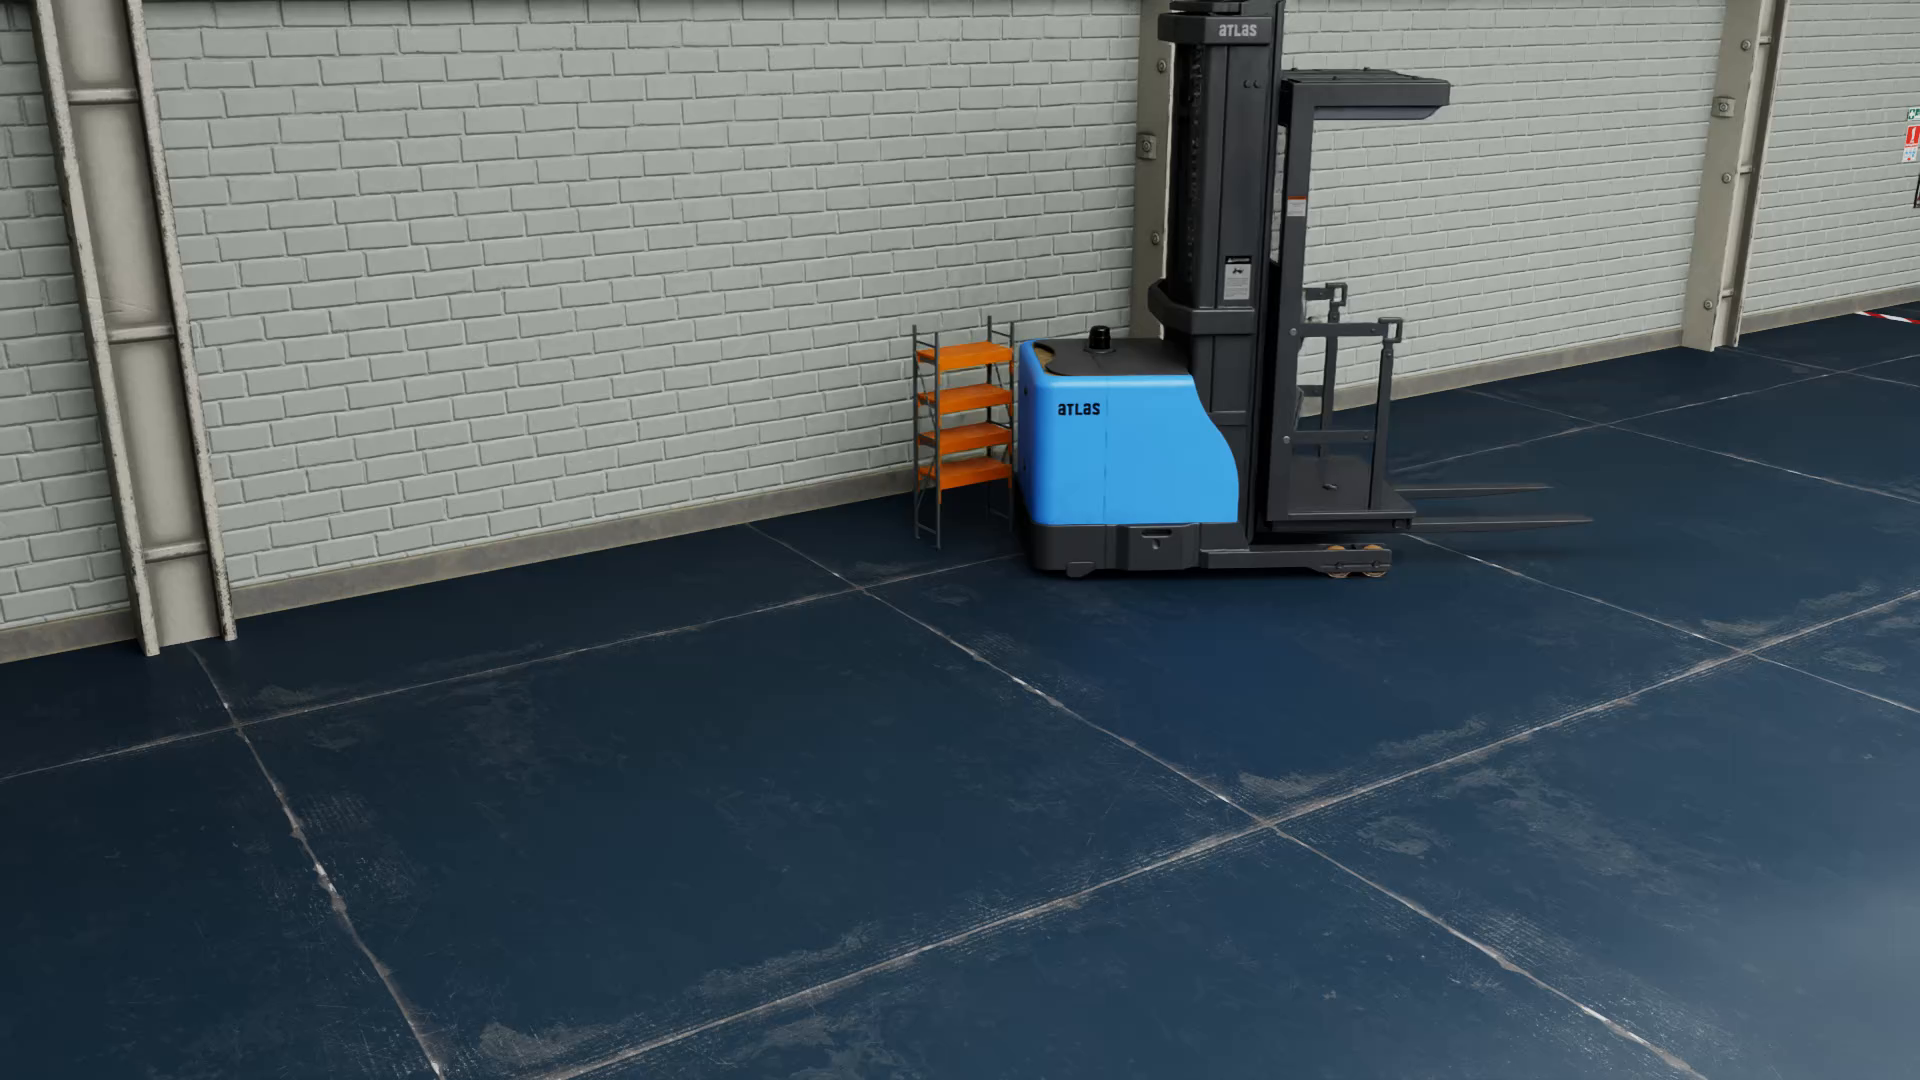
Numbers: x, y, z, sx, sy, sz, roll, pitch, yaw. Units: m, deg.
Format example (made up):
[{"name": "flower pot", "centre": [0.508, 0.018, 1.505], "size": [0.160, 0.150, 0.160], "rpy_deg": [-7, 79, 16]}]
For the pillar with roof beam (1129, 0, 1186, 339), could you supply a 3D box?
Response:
[{"name": "pillar with roof beam", "centre": [3.713, -3.708, 6.161], "size": [0.400, 9.000, 9.100], "rpy_deg": [-12, 22, -31]}]

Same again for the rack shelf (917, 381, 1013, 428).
[{"name": "rack shelf", "centre": [0.021, -0.743, 9.080], "size": [0.480, 0.148, 0.258], "rpy_deg": [-12, 22, -32]}]

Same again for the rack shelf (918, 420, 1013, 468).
[{"name": "rack shelf", "centre": [0.021, -0.531, 9.152], "size": [0.480, 0.148, 0.258], "rpy_deg": [-12, 22, -32]}]

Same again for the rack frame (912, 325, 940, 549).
[{"name": "rack frame", "centre": [-0.182, -0.551, 9.002], "size": [0.015, 1.200, 0.240], "rpy_deg": [-12, 22, -32]}]

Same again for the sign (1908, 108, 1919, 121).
[{"name": "sign", "centre": [8.772, -3.902, 15.221], "size": [0.331, 0.109, 0.001], "rpy_deg": [-12, 22, -31]}]

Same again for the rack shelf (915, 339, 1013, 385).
[{"name": "rack shelf", "centre": [0.021, -0.967, 9.005], "size": [0.480, 0.148, 0.258], "rpy_deg": [-12, 22, -32]}]

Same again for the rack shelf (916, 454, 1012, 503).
[{"name": "rack shelf", "centre": [0.021, -0.343, 9.215], "size": [0.480, 0.148, 0.258], "rpy_deg": [-12, 22, -32]}]

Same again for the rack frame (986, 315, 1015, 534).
[{"name": "rack frame", "centre": [0.224, -0.638, 9.259], "size": [0.015, 1.200, 0.240], "rpy_deg": [-12, 22, -32]}]

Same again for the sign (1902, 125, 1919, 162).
[{"name": "sign", "centre": [8.764, -3.653, 15.310], "size": [0.234, 0.329, 0.001], "rpy_deg": [-12, 22, -31]}]

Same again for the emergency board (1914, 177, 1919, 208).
[{"name": "emergency board", "centre": [9.265, -3.709, 15.532], "size": [0.626, 1.169, 0.157], "rpy_deg": [-12, 22, -31]}]

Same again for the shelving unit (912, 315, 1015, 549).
[{"name": "shelving unit", "centre": [0.021, -0.595, 9.130], "size": [0.503, 1.200, 0.258], "rpy_deg": [-12, 22, -32]}]

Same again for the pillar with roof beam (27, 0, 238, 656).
[{"name": "pillar with roof beam", "centre": [-1.299, -2.651, 3.035], "size": [0.400, 9.000, 9.100], "rpy_deg": [-12, 22, -31]}]

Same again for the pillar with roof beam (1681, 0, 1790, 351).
[{"name": "pillar with roof beam", "centre": [8.724, -4.764, 9.287], "size": [0.400, 9.000, 9.100], "rpy_deg": [-12, 22, -31]}]

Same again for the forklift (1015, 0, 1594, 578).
[{"name": "forklift", "centre": [1.848, -1.358, 8.686], "size": [3.031, 2.935, 1.130], "rpy_deg": [-1, 19, -3]}]
